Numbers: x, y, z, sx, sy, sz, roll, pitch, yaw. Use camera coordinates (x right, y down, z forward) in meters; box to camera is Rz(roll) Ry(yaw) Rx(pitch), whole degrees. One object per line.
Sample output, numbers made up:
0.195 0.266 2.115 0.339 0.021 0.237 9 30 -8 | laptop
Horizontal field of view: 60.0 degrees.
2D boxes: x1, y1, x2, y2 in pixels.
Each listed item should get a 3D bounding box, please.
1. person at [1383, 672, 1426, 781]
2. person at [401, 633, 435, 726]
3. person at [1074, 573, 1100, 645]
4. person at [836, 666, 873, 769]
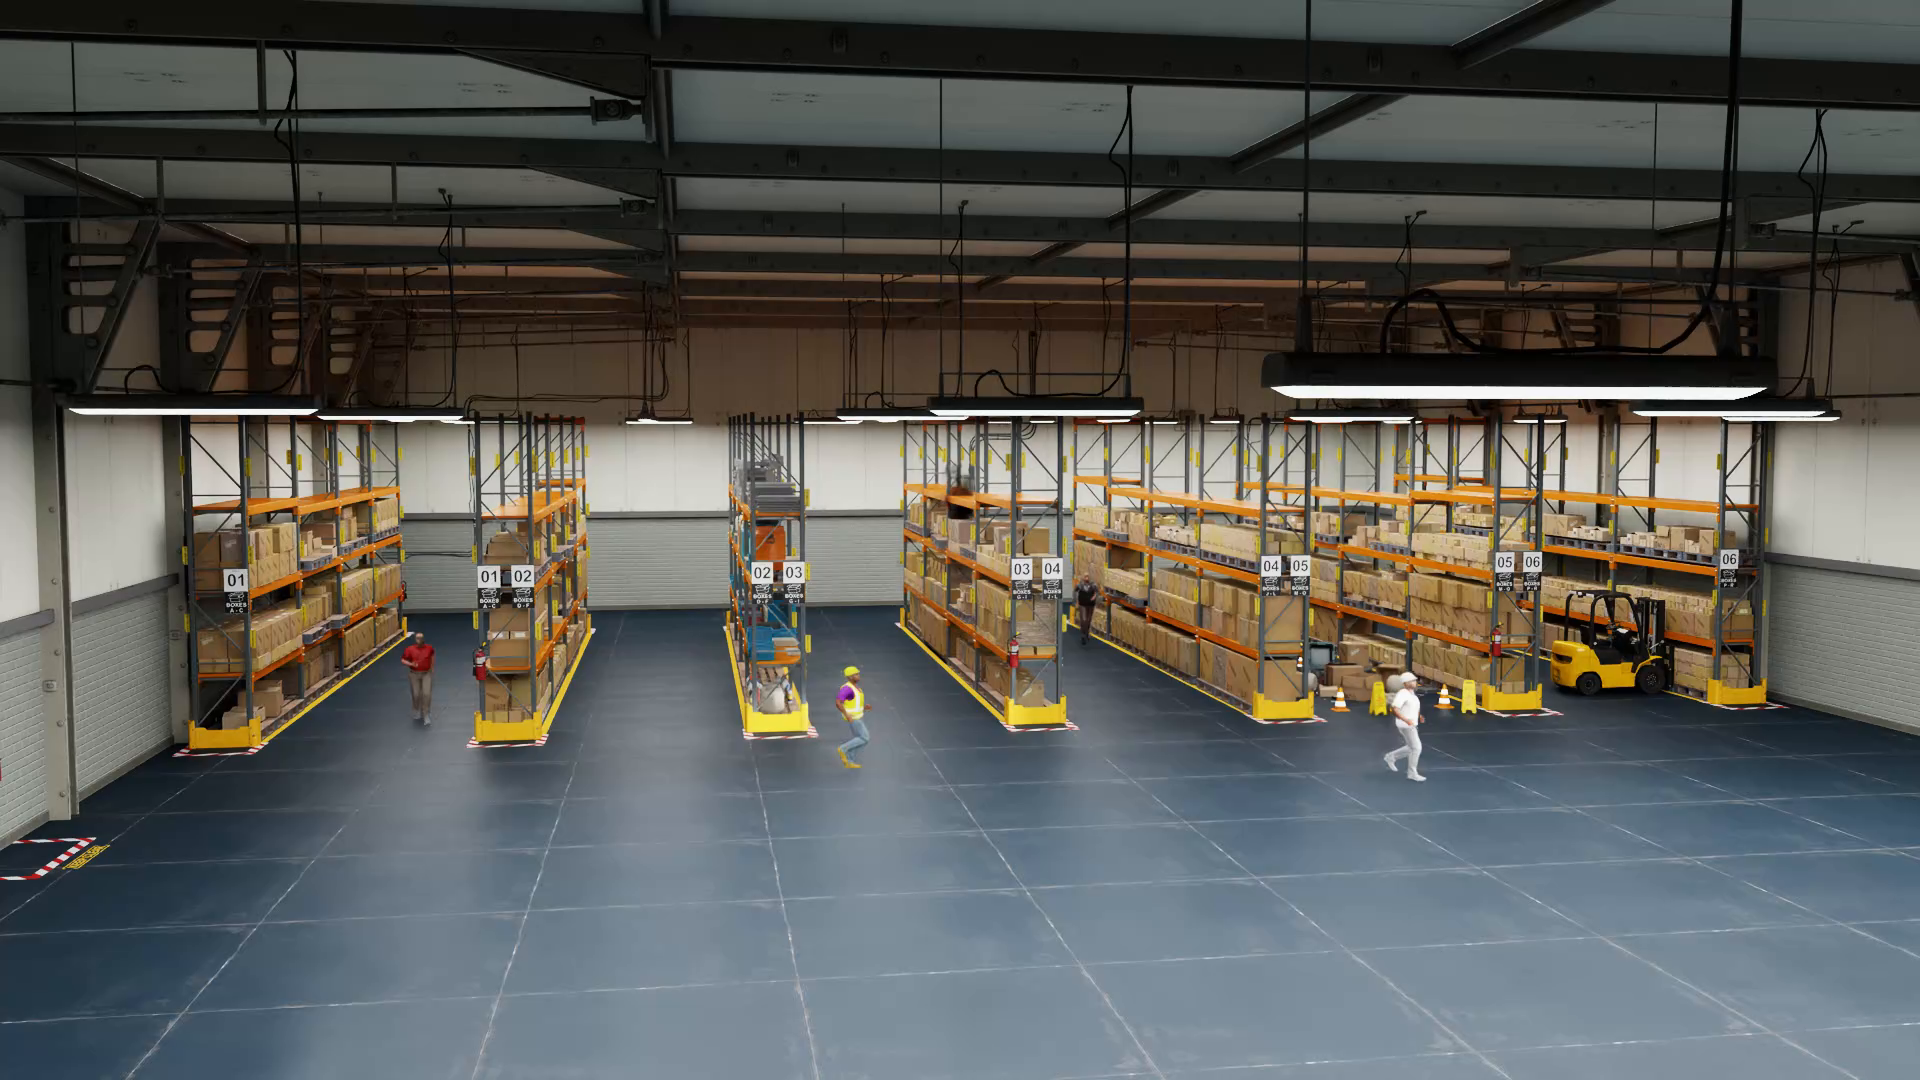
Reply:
7.224 3.017 27.015 0.714 1.746 0.708 2 4 27 | person
-10.471 2.662 32.203 0.647 1.752 0.928 -2 4 -22 | person
3.225 1.729 42.227 0.668 1.819 0.709 0 4 -3 | person
-1.751 2.969 27.803 0.575 1.720 0.698 1 4 9 | person
